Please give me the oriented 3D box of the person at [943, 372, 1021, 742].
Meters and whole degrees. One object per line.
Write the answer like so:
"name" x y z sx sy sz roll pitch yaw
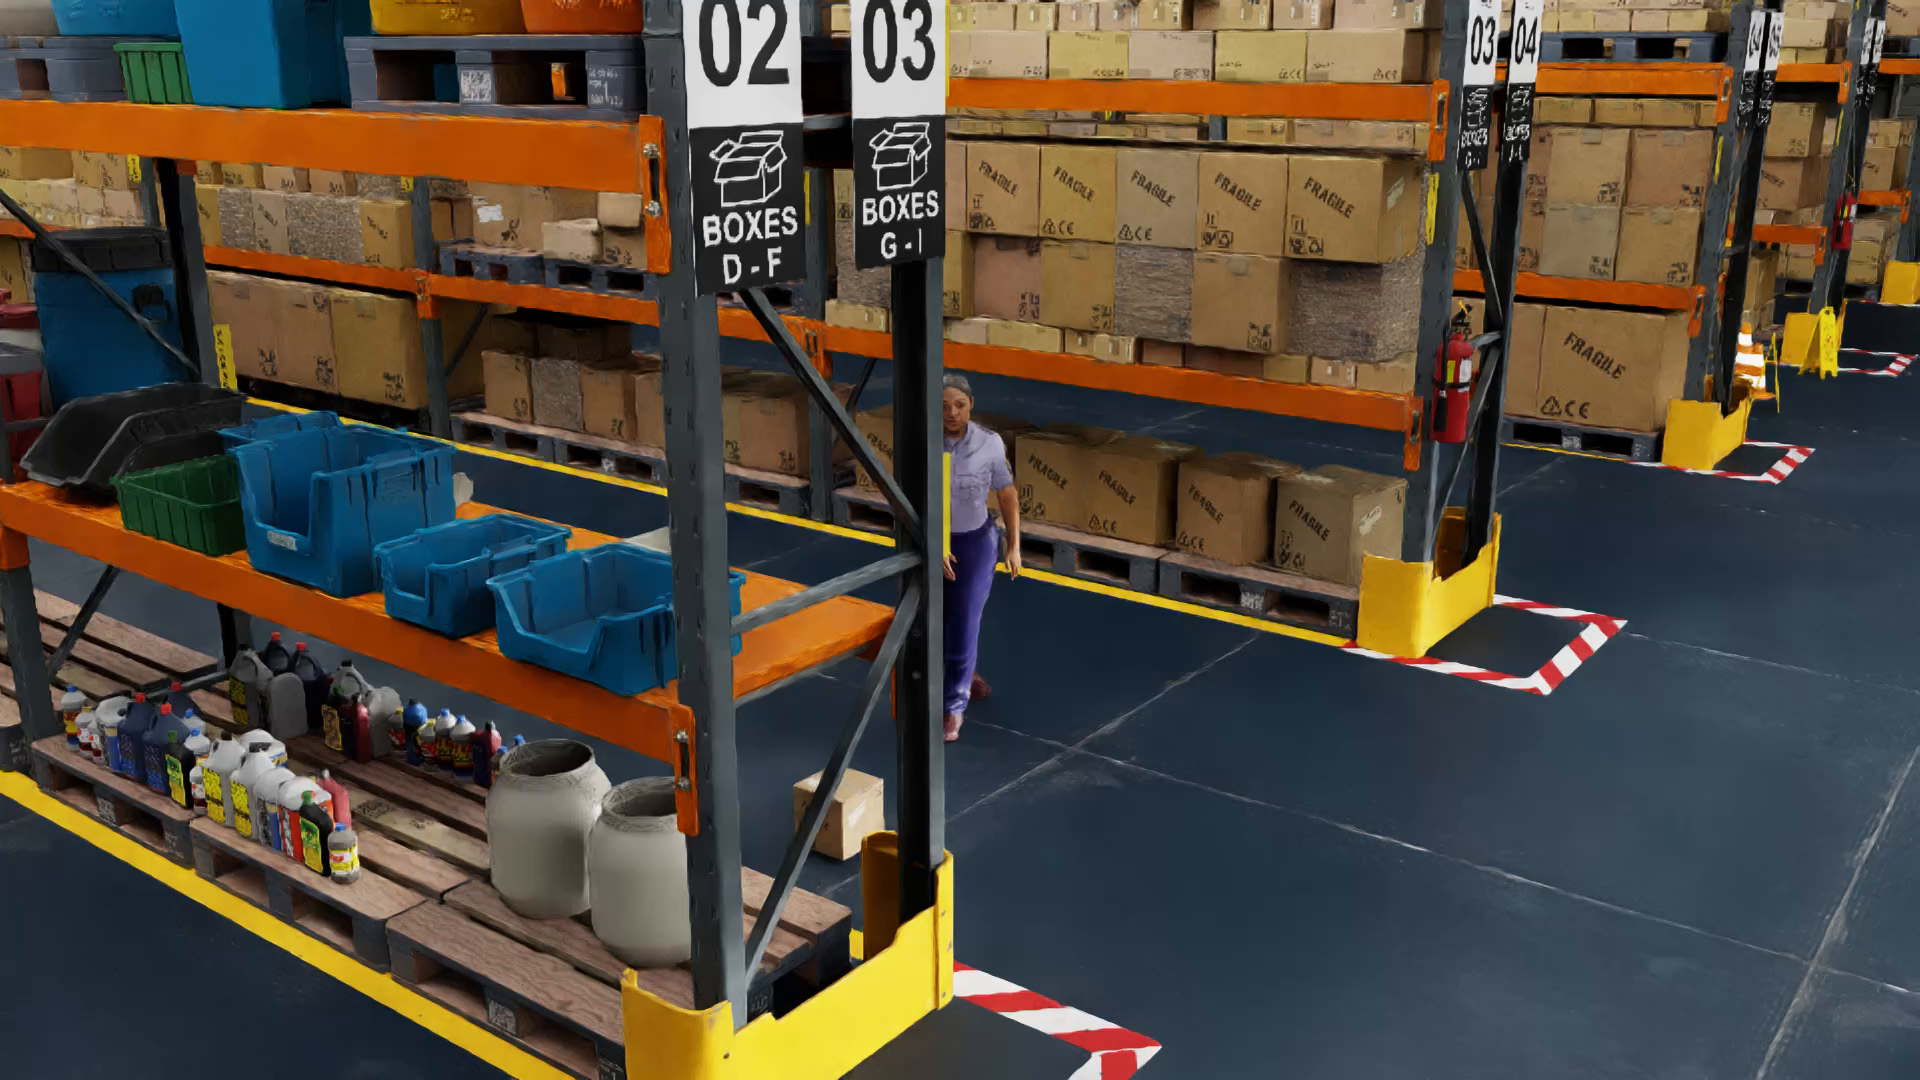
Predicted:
"person" 0.022 0.031 7.471 0.500 1.634 0.716 4 17 13
